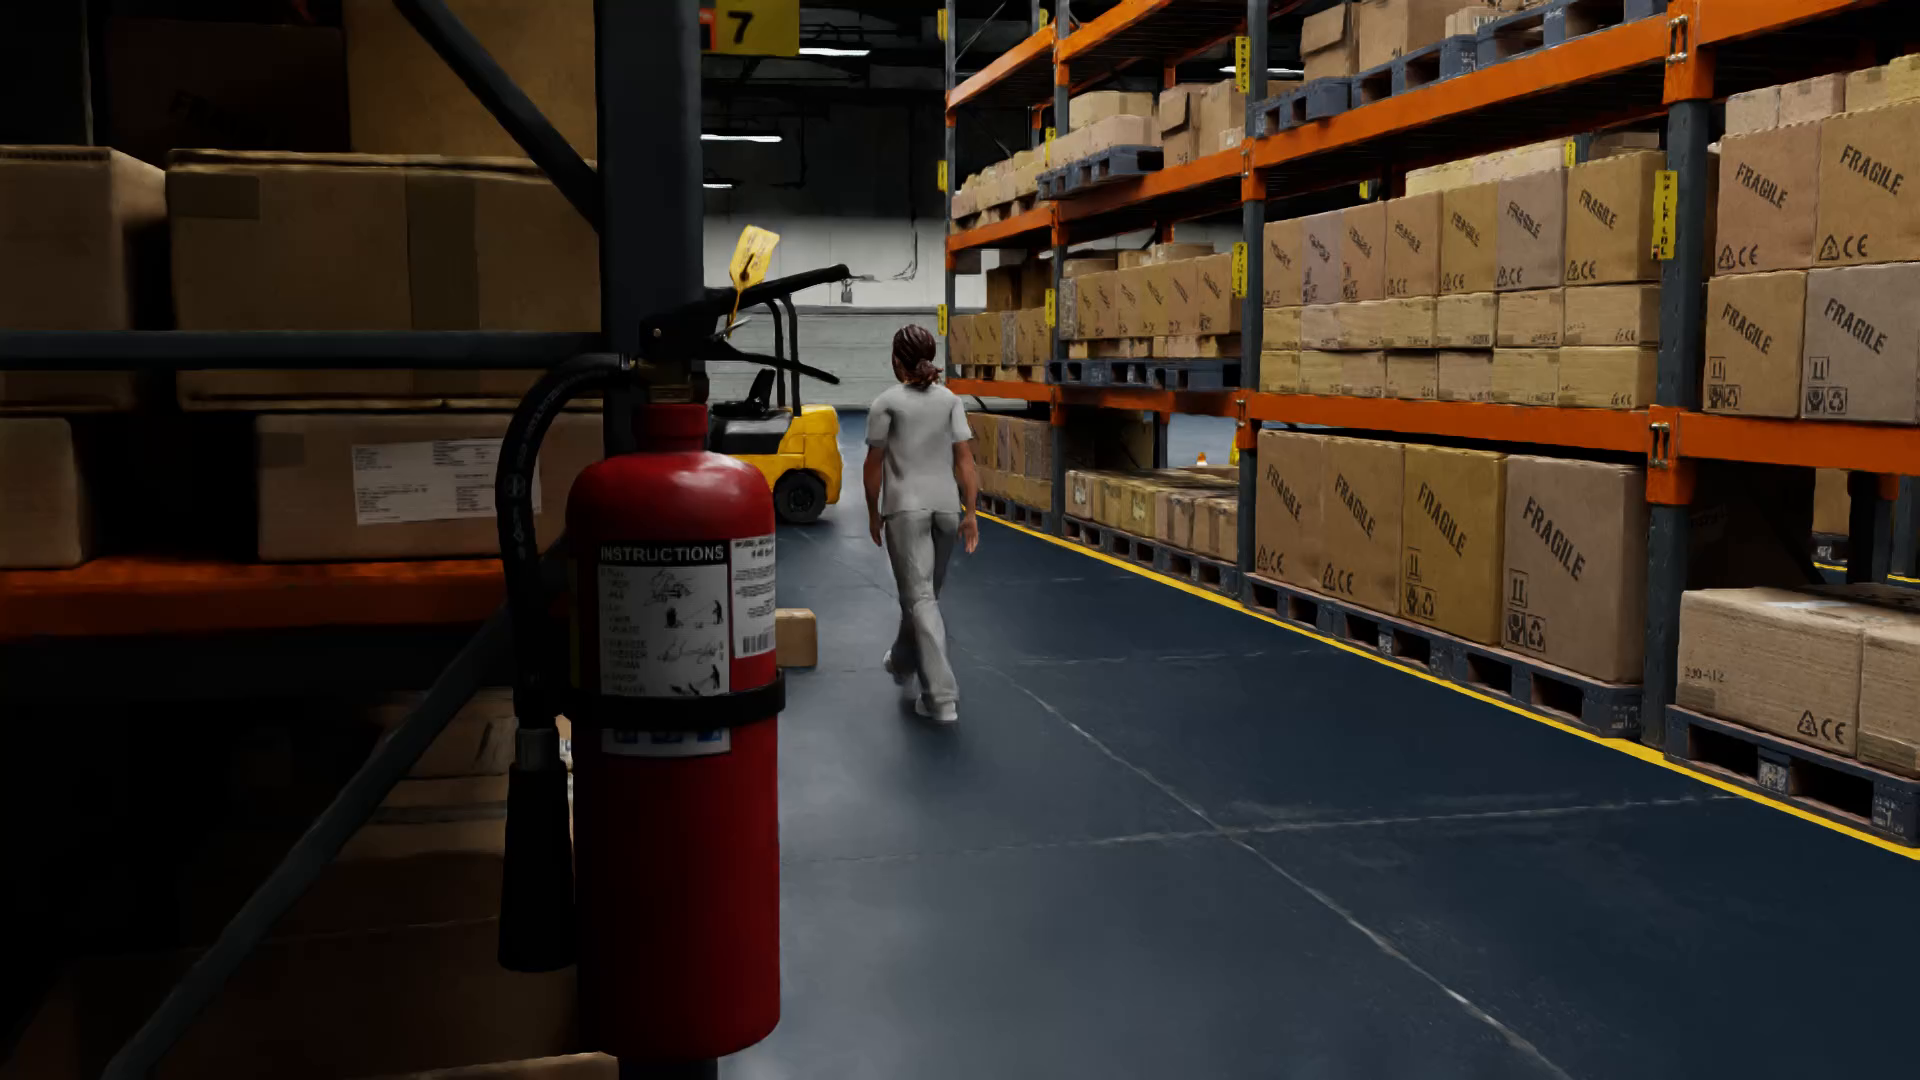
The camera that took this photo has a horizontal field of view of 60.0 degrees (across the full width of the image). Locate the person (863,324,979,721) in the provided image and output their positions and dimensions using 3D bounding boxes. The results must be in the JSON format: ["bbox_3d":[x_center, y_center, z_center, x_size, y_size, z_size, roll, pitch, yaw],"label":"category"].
[{"bbox_3d":[-0.214,-0.110,7.103,0.457,1.610,0.994,-3,7,-27],"label":"person"}]
